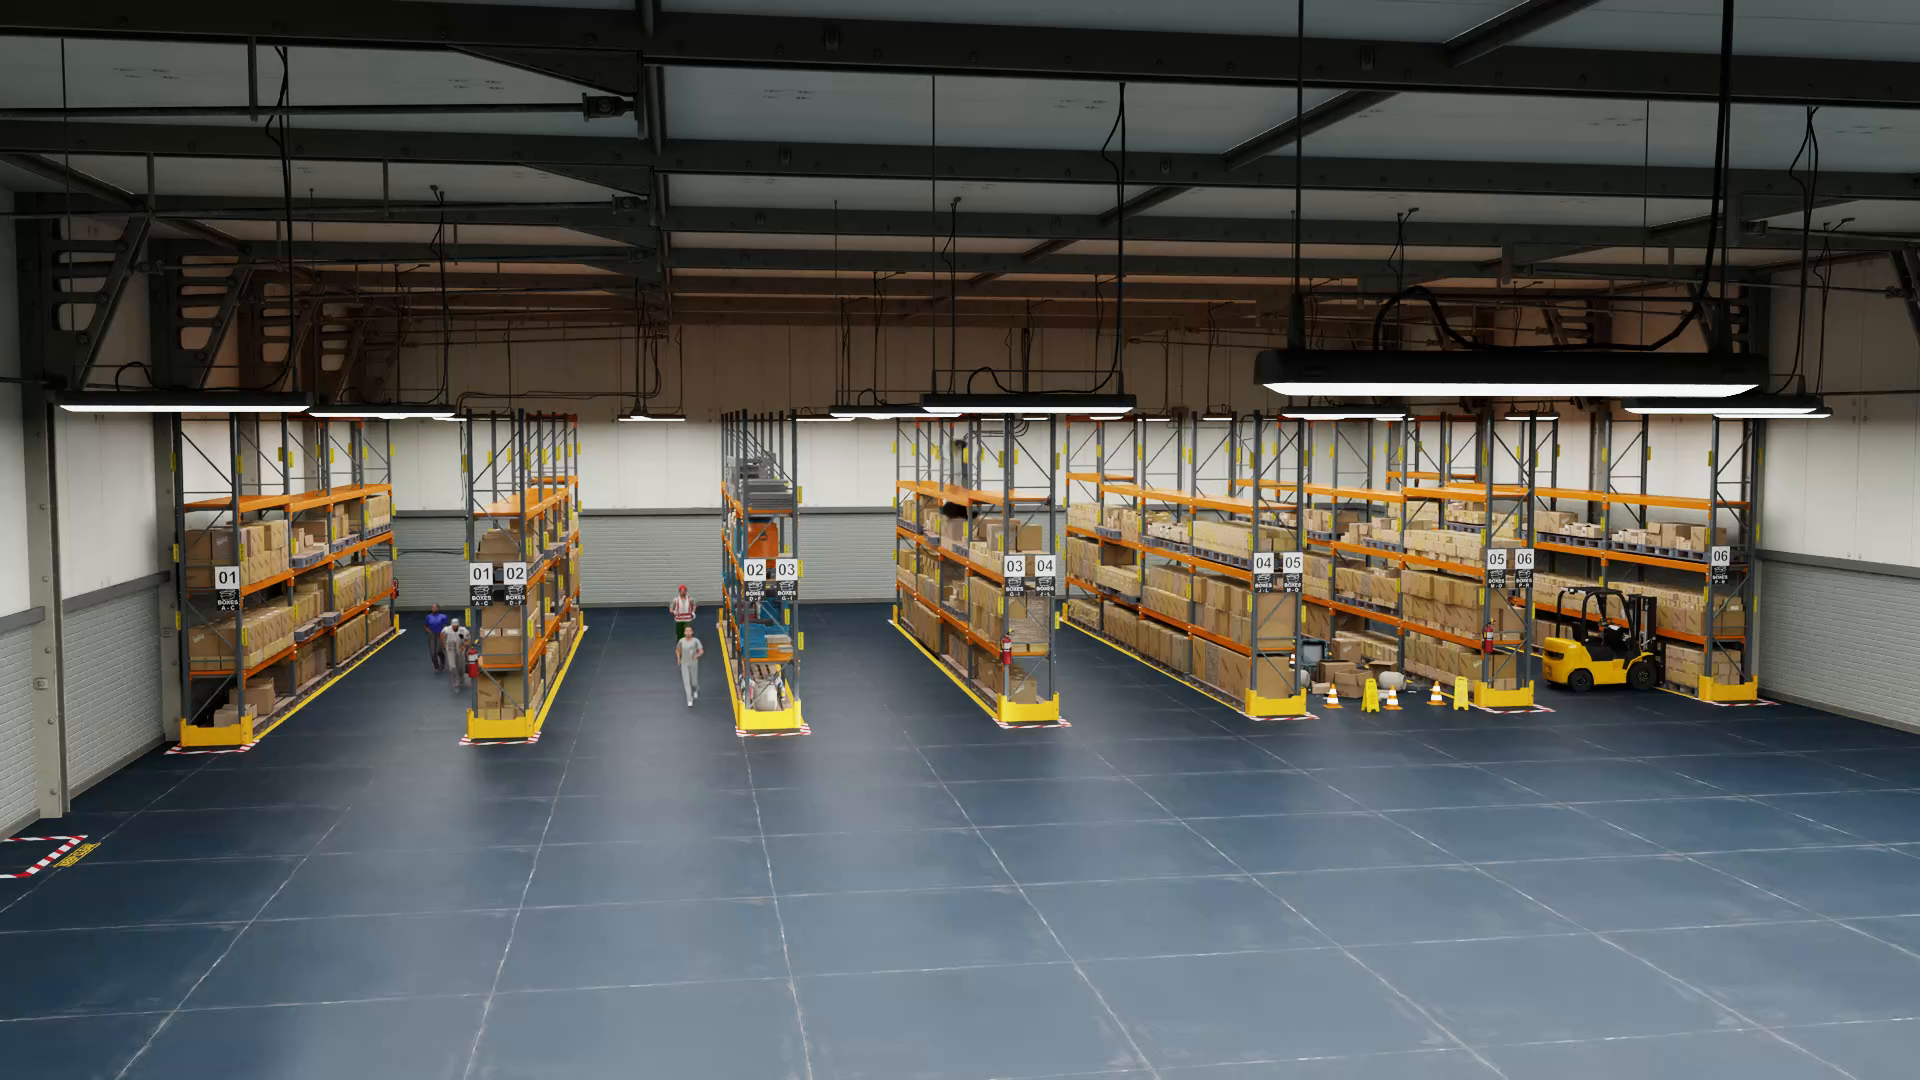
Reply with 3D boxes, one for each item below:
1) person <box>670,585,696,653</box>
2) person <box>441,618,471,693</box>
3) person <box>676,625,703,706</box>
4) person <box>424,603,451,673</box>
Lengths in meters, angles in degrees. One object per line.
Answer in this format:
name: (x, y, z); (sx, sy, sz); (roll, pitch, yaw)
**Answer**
person: (-6.735, 1.985, 40.498); (0.655, 1.772, 0.980); (-1, 4, -12)
person: (-10.846, 2.459, 35.838); (0.642, 1.627, 1.032); (-1, 4, -9)
person: (-5.516, 2.540, 33.889); (0.563, 1.632, 0.697); (0, 4, -1)
person: (-12.001, 2.257, 38.108); (0.561, 1.618, 0.562); (0, 4, -6)
